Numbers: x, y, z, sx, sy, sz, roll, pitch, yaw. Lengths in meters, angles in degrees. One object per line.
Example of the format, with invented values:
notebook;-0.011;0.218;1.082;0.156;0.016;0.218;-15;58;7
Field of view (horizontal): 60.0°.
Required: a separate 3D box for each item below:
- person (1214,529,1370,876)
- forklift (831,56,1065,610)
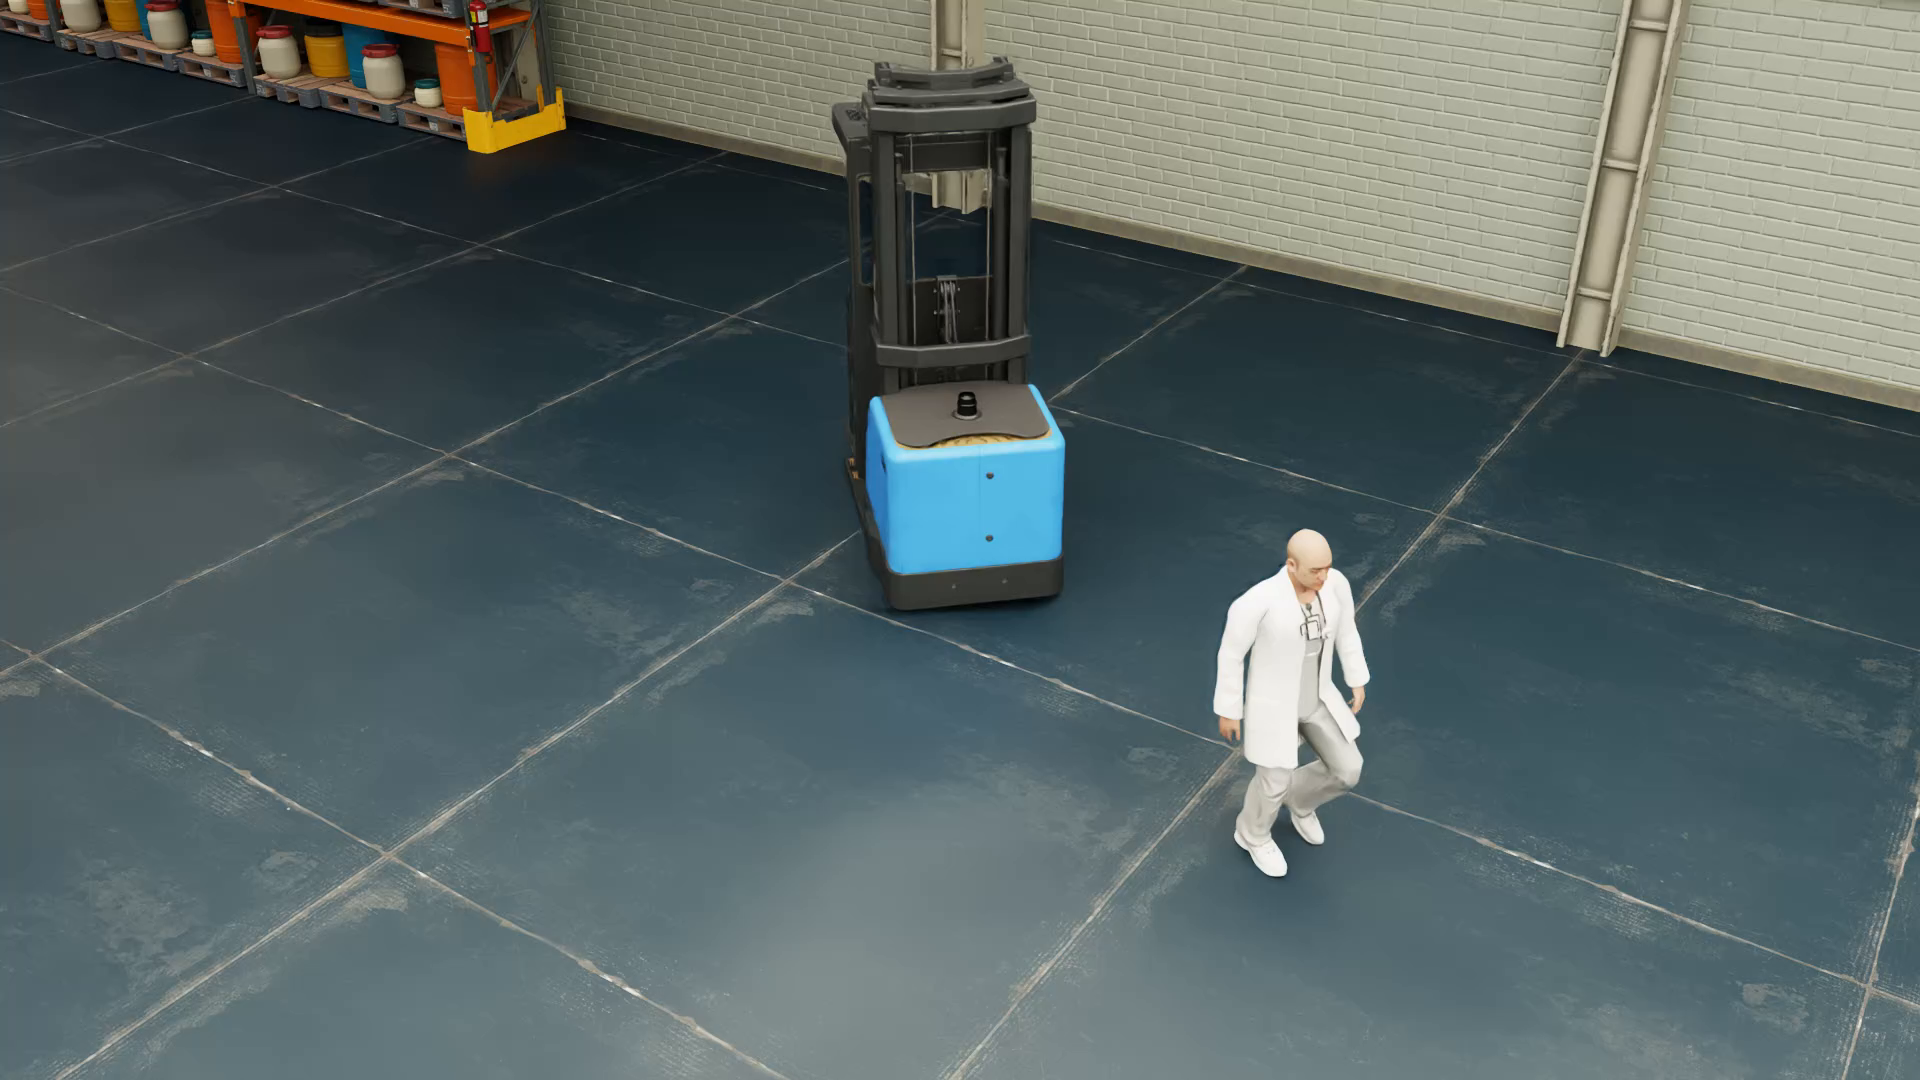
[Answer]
person;1.523;0.745;7.469;0.750;1.759;0.478;-15;33;-24
forklift;-0.169;-1.584;10.309;1.130;2.935;3.031;-5;31;-9
